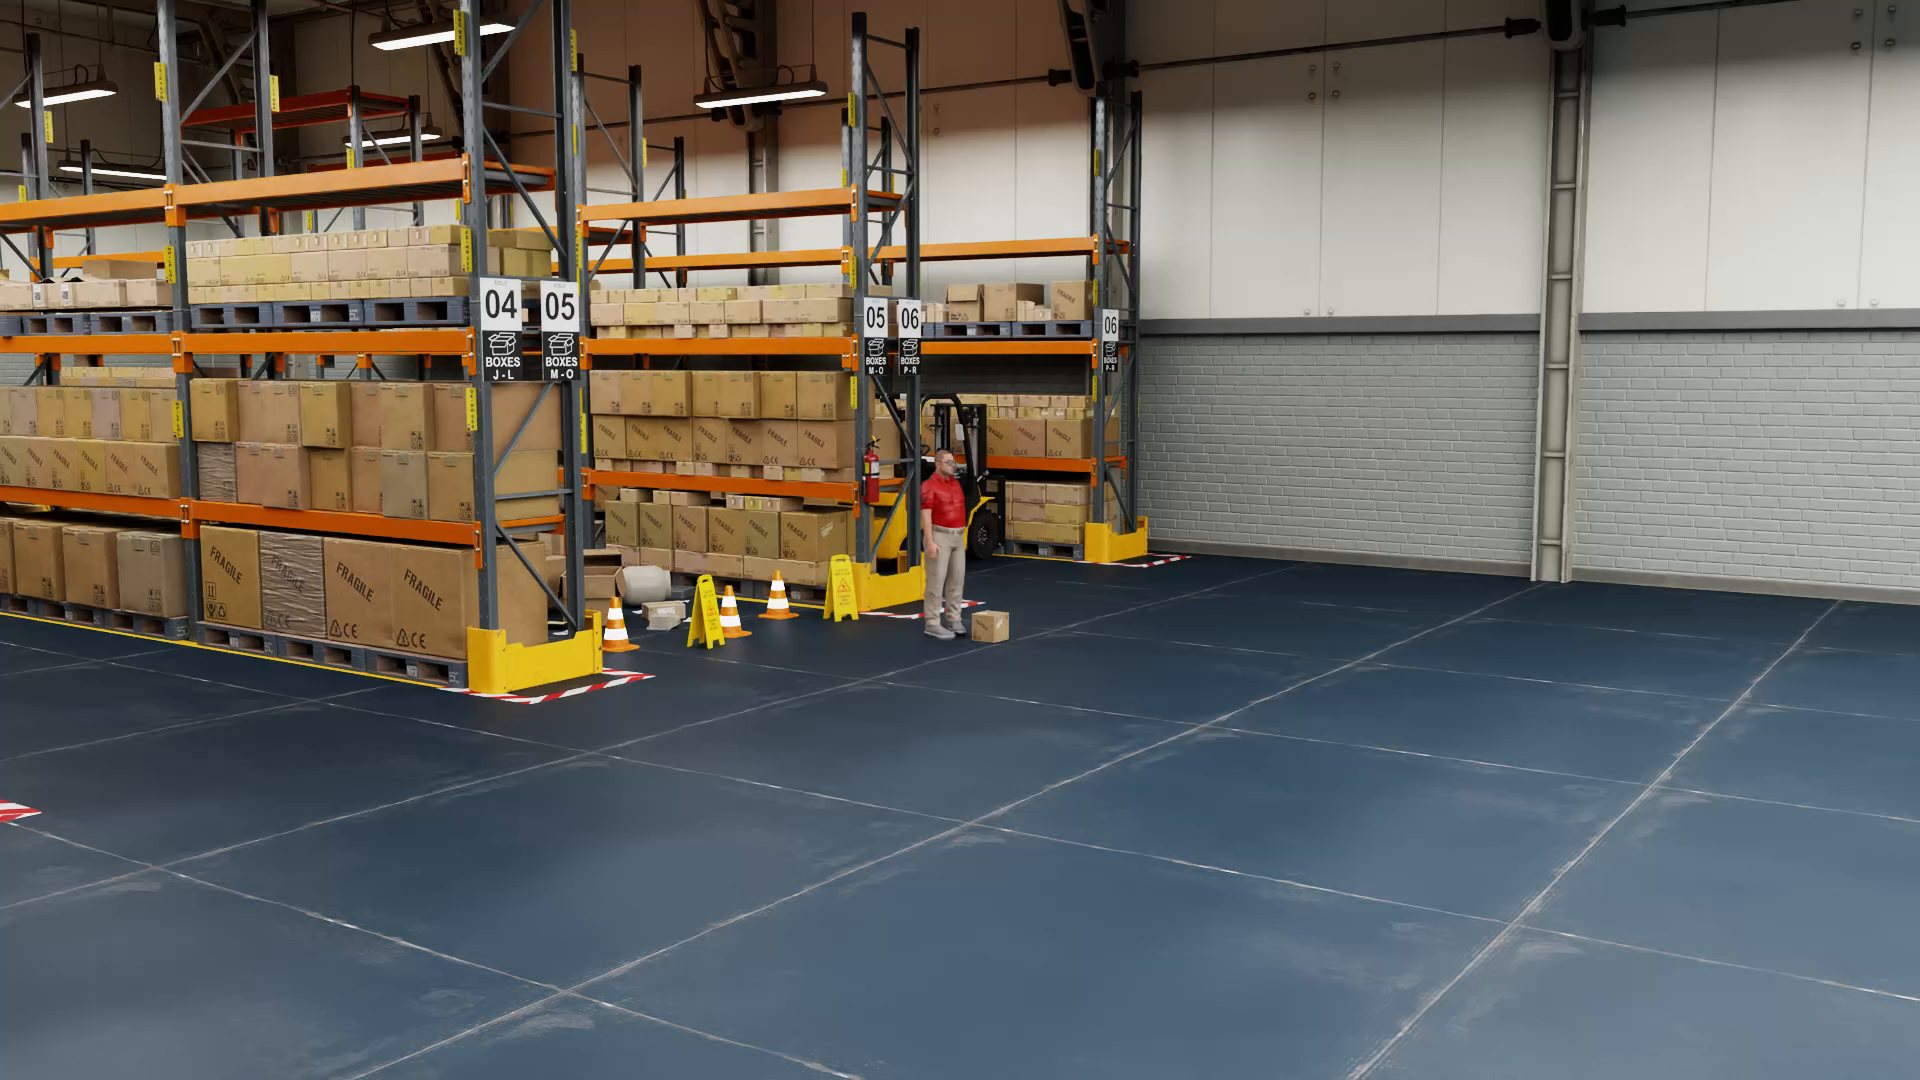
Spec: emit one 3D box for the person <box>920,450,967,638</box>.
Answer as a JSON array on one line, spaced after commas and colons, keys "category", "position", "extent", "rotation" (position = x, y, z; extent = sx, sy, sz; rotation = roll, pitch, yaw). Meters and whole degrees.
[{"category": "person", "position": [-0.128, 0.027, 15.526], "extent": [0.376, 1.734, 0.547], "rotation": [5, 8, 40]}]
